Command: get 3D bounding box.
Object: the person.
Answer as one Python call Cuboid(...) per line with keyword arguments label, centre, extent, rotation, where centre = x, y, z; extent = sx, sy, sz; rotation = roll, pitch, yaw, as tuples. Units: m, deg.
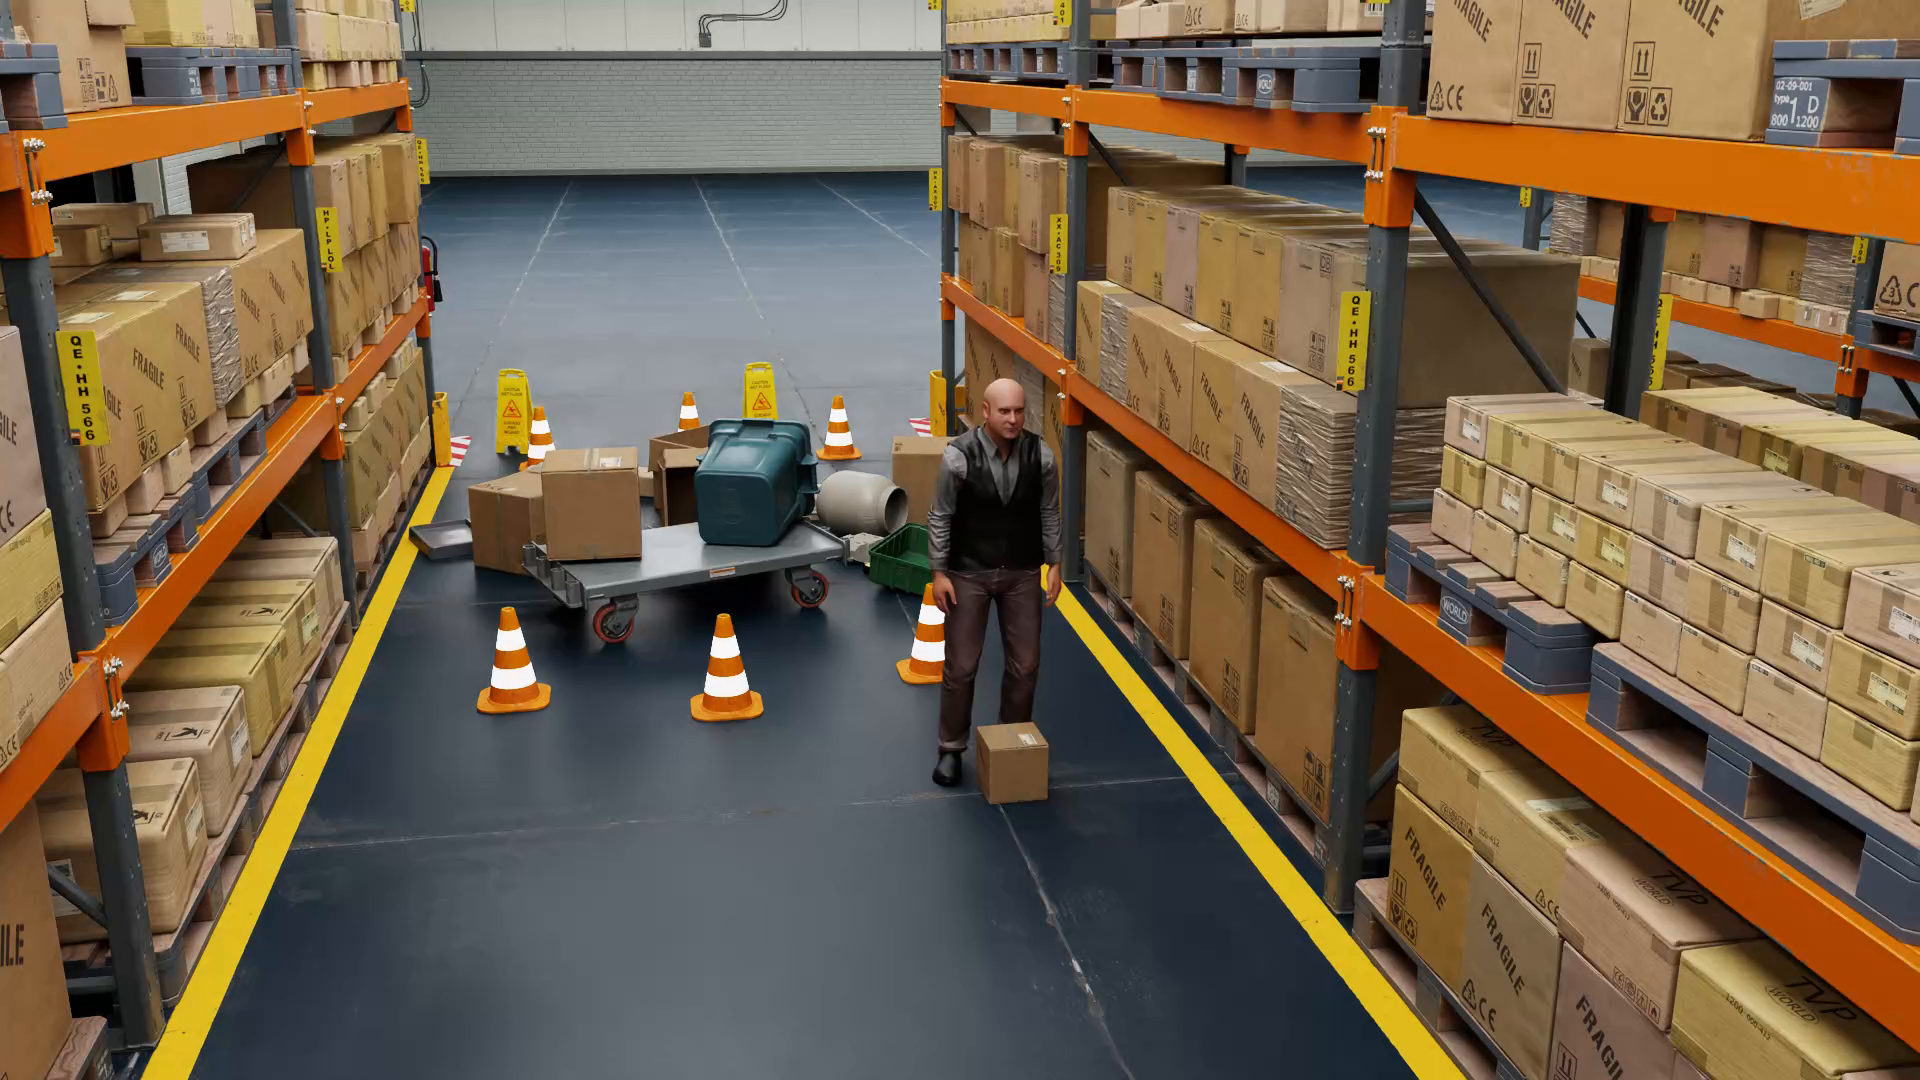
Cuboid(label="person", centre=(0.148, 0.126, 7.043), extent=(0.587, 1.665, 0.407), rotation=(-4, 17, -13))
